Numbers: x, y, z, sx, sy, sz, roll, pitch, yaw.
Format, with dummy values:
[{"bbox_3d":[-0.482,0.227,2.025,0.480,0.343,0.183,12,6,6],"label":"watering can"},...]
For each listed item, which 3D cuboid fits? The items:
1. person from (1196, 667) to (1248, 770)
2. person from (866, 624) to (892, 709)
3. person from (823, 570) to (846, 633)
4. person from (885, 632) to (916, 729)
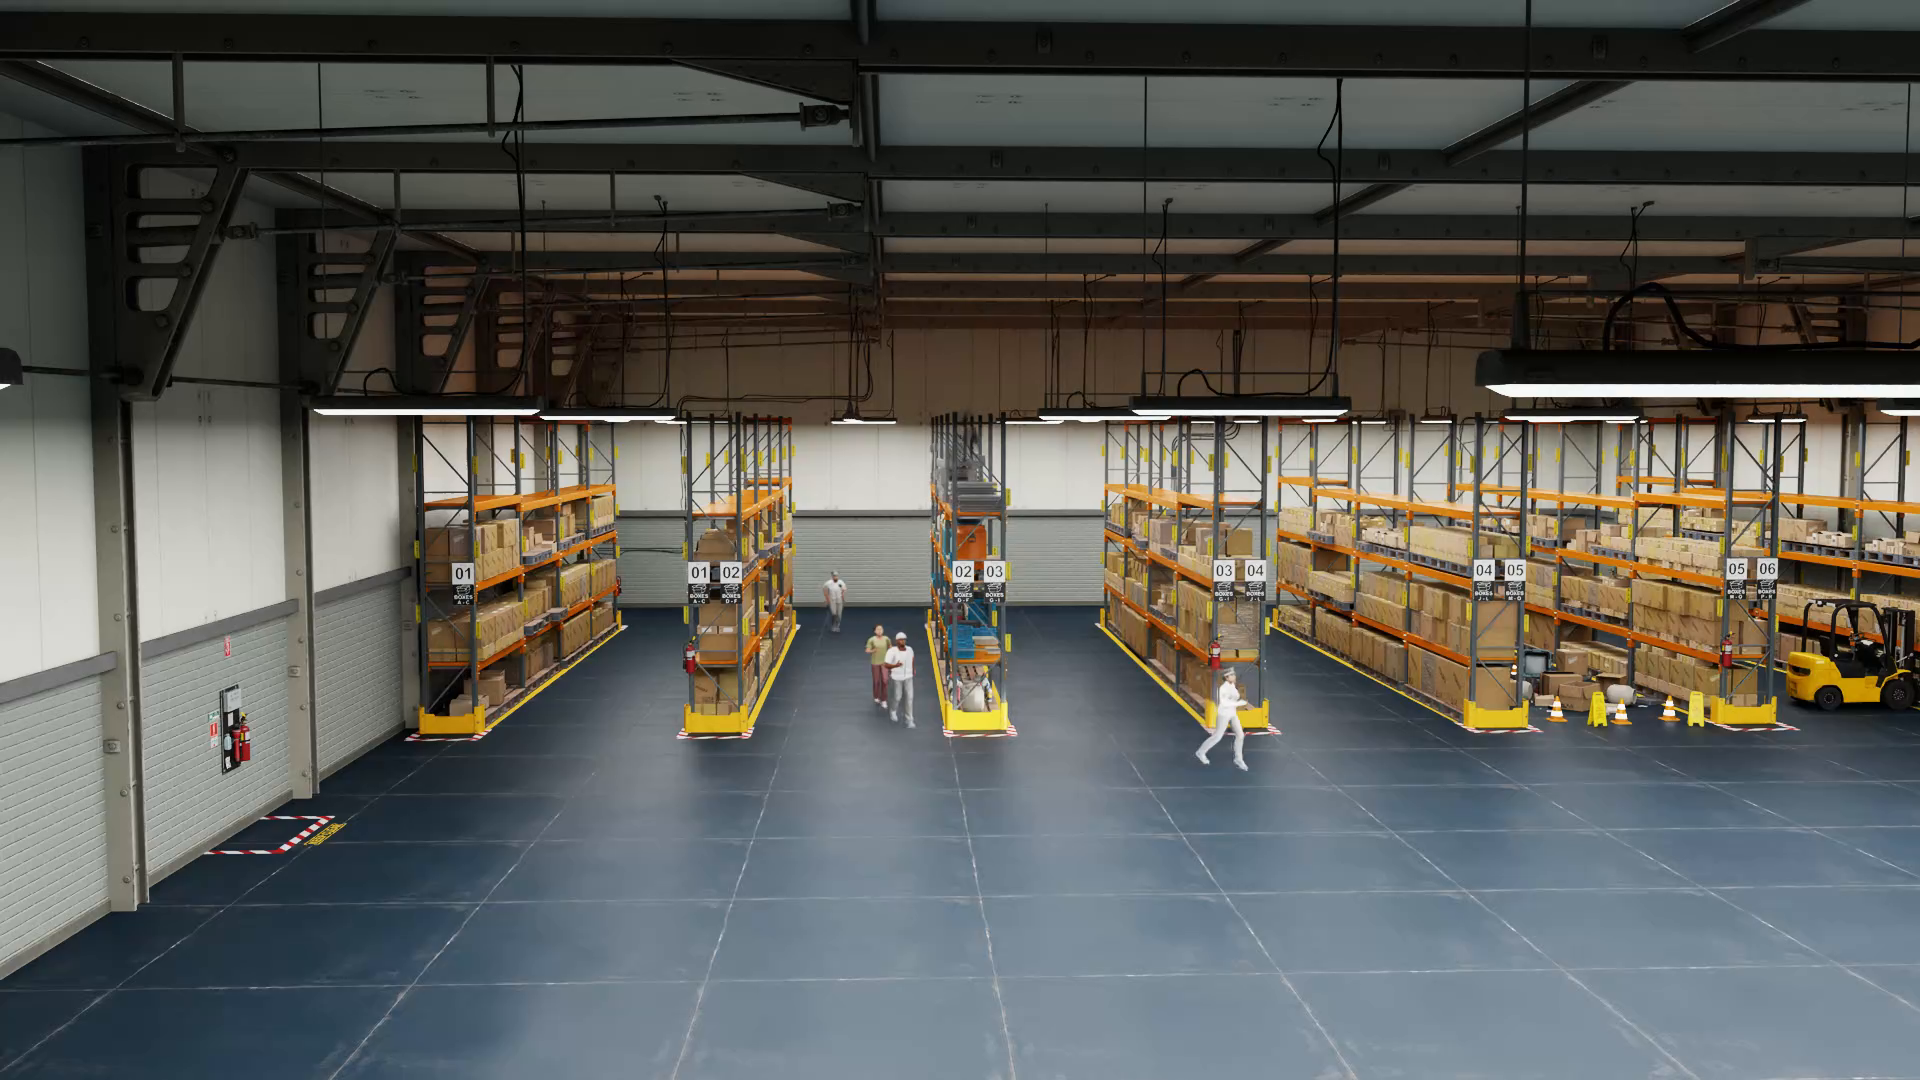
[{"bbox_3d":[4.429,2.980,27.924,0.883,1.735,0.623,3,5,35],"label":"person"},{"bbox_3d":[-1.651,2.568,34.054,0.559,1.717,0.698,-1,4,-9],"label":"person"},{"bbox_3d":[-3.458,1.731,46.205,0.598,1.770,0.794,-1,4,-18],"label":"person"},{"bbox_3d":[-1.111,2.652,31.721,0.695,1.777,0.894,-2,4,-23],"label":"person"}]
